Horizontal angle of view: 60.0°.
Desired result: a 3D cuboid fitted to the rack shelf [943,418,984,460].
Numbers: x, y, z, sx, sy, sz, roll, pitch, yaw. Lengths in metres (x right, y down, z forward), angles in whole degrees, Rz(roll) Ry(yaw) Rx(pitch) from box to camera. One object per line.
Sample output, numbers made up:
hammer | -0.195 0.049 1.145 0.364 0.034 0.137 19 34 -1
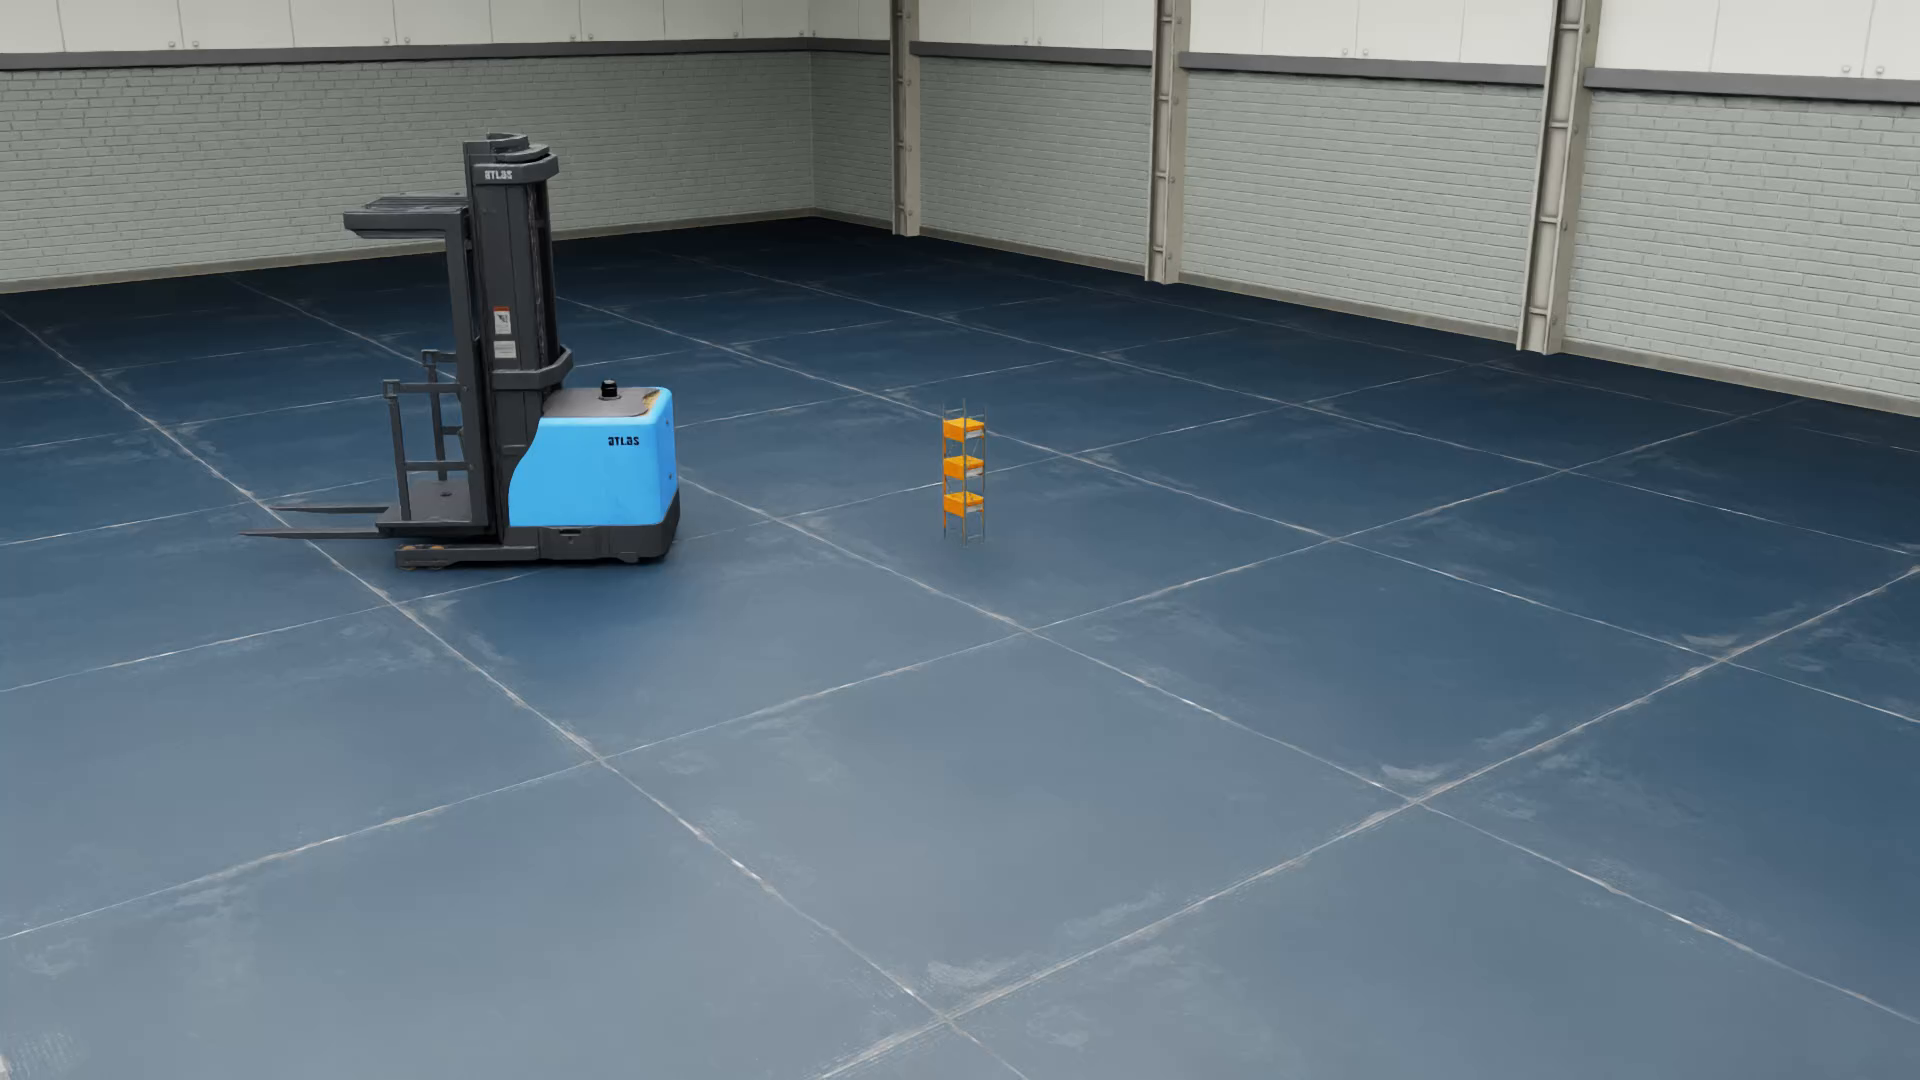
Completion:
rack shelf | 0.033 -0.745 12.072 0.215 0.259 0.240 -14 23 -36

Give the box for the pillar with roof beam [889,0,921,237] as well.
pillar with roof beam | -4.266 -8.534 23.819 9.100 9.000 0.400 -14 23 -36

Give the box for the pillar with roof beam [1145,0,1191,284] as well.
pillar with roof beam | -0.541 -7.055 19.354 9.100 9.000 0.400 -14 23 -36

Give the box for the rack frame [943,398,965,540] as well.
rack frame | -0.043 -0.515 12.248 0.200 1.050 0.008 -14 23 -36

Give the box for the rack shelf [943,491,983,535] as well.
rack shelf | 0.033 -0.211 12.248 0.215 0.259 0.240 -14 23 -36

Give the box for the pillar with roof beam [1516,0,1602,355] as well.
pillar with roof beam | 3.184 -5.577 14.889 9.100 9.000 0.400 -14 23 -36

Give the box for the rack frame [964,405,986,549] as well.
rack frame | 0.109 -0.455 12.067 0.200 1.050 0.008 -14 23 -36

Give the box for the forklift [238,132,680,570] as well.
forklift | -3.628 -1.349 11.775 3.031 2.935 1.130 -1 18 -2

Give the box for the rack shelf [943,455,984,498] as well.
rack shelf | 0.033 -0.475 12.161 0.215 0.259 0.240 -14 23 -36

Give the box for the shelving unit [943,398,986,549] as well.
shelving unit | 0.033 -0.485 12.158 0.215 1.050 0.252 -14 23 -36
